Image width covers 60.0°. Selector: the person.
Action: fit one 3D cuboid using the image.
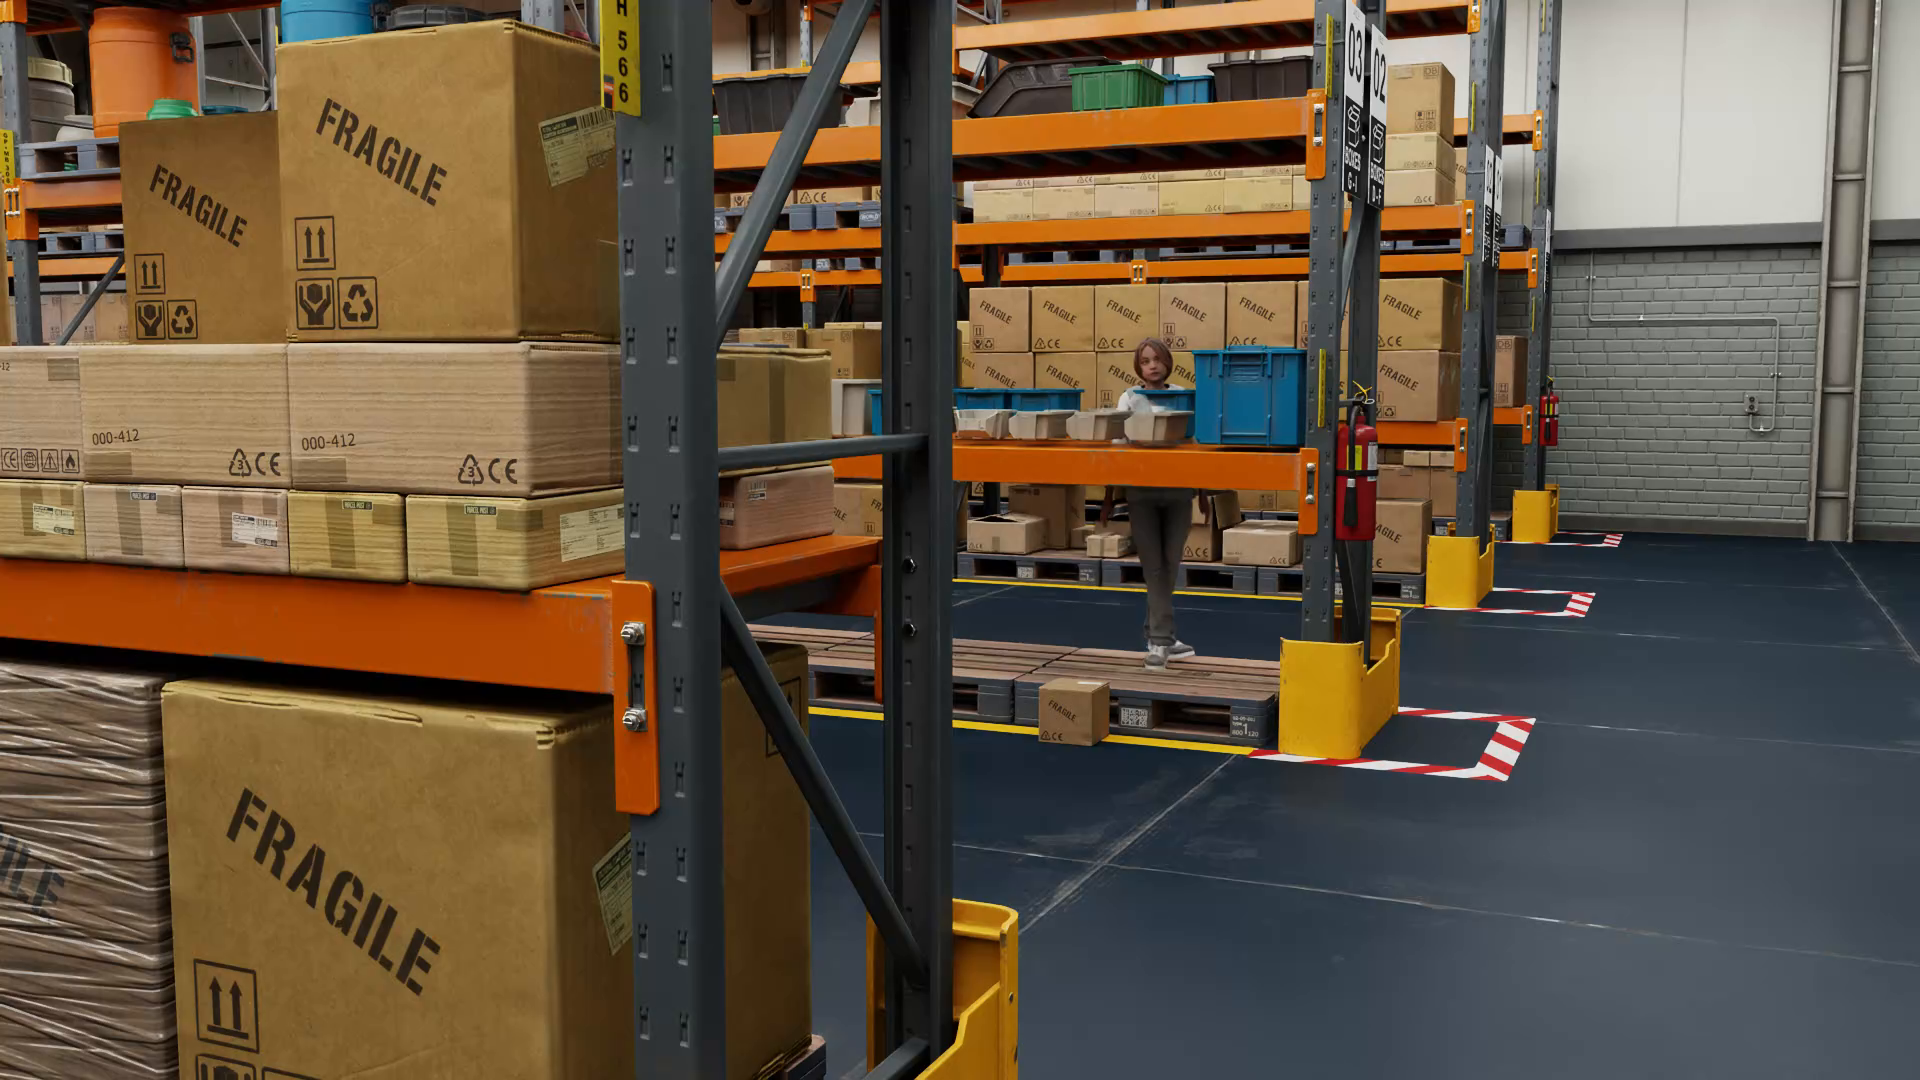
[{"bbox_3d":[0.962,-0.183,8.181,0.541,1.619,0.364,0,6,4],"label":"person"}]
